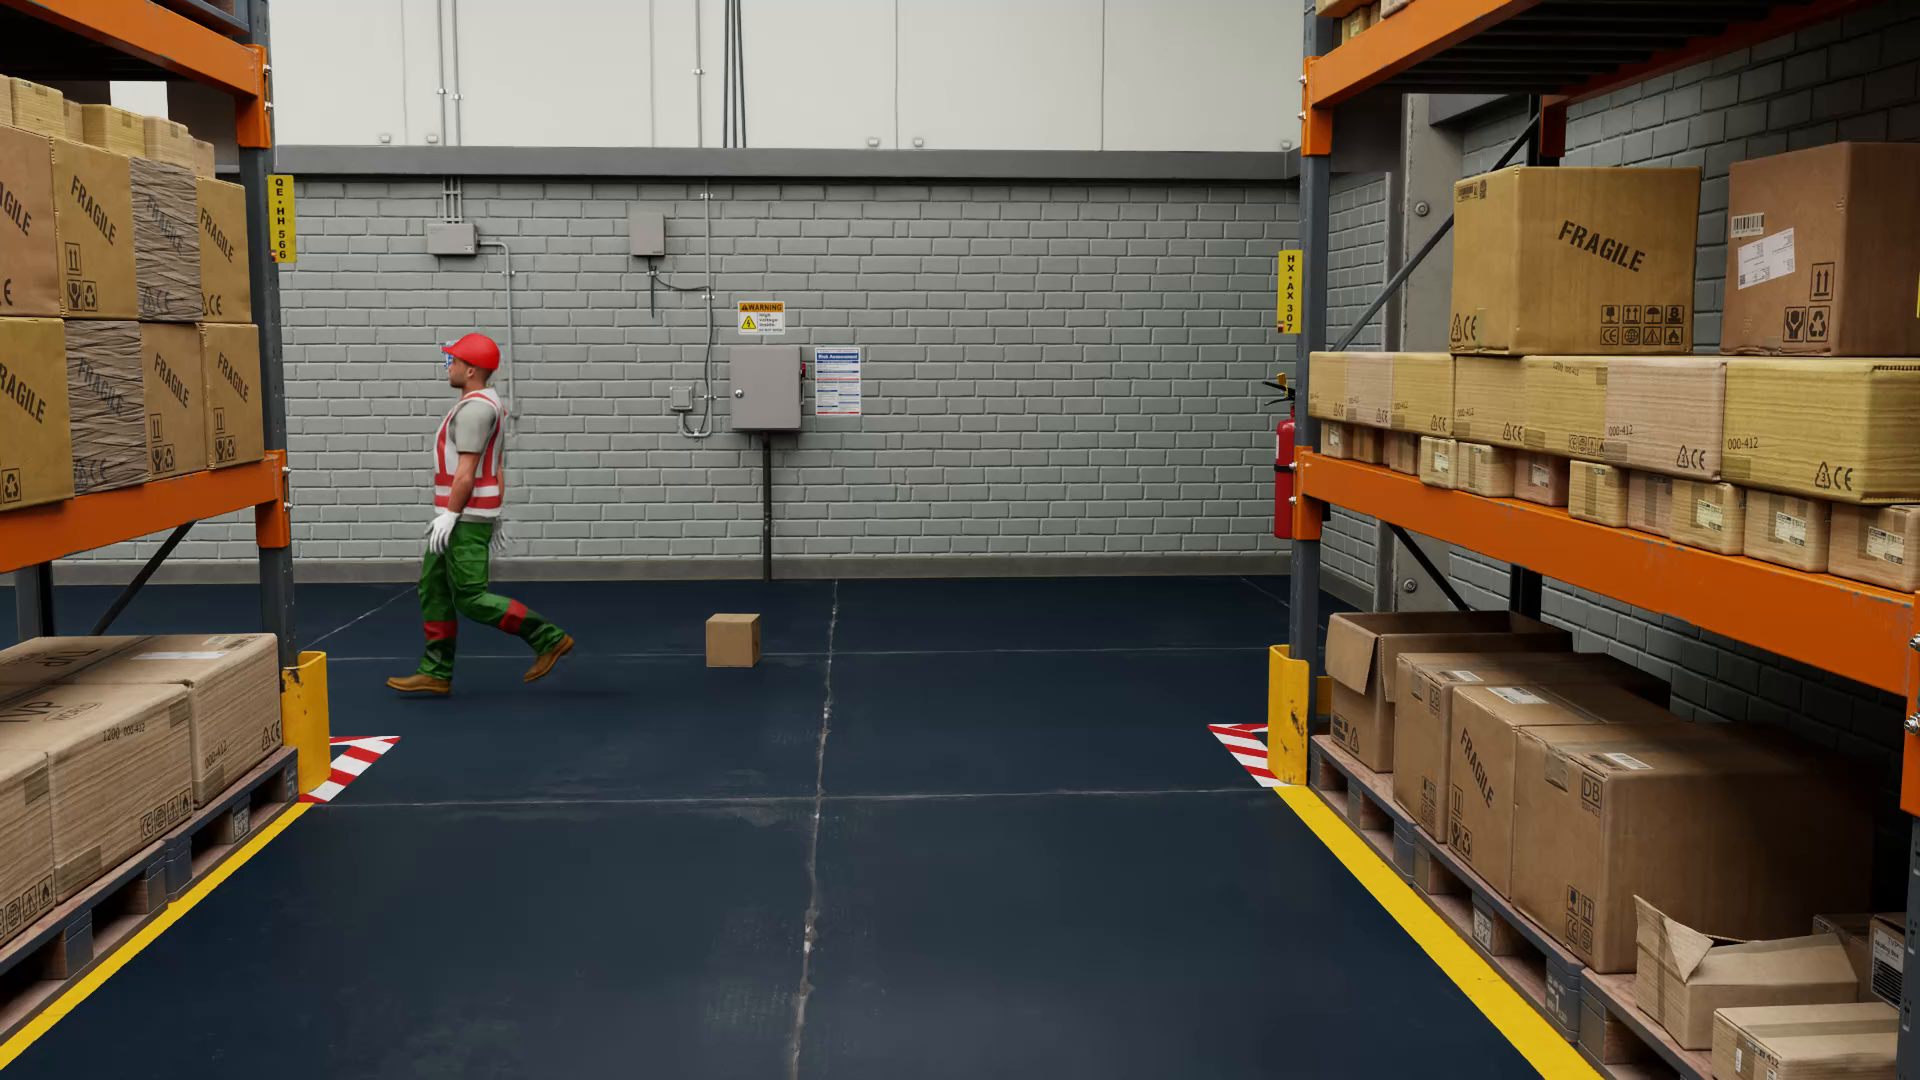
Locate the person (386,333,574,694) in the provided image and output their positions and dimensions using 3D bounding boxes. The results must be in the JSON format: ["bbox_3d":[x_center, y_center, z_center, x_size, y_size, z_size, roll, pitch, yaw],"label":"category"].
[{"bbox_3d":[-2.352,-0.116,8.070,0.900,1.760,0.531,-2,7,-14],"label":"person"}]
